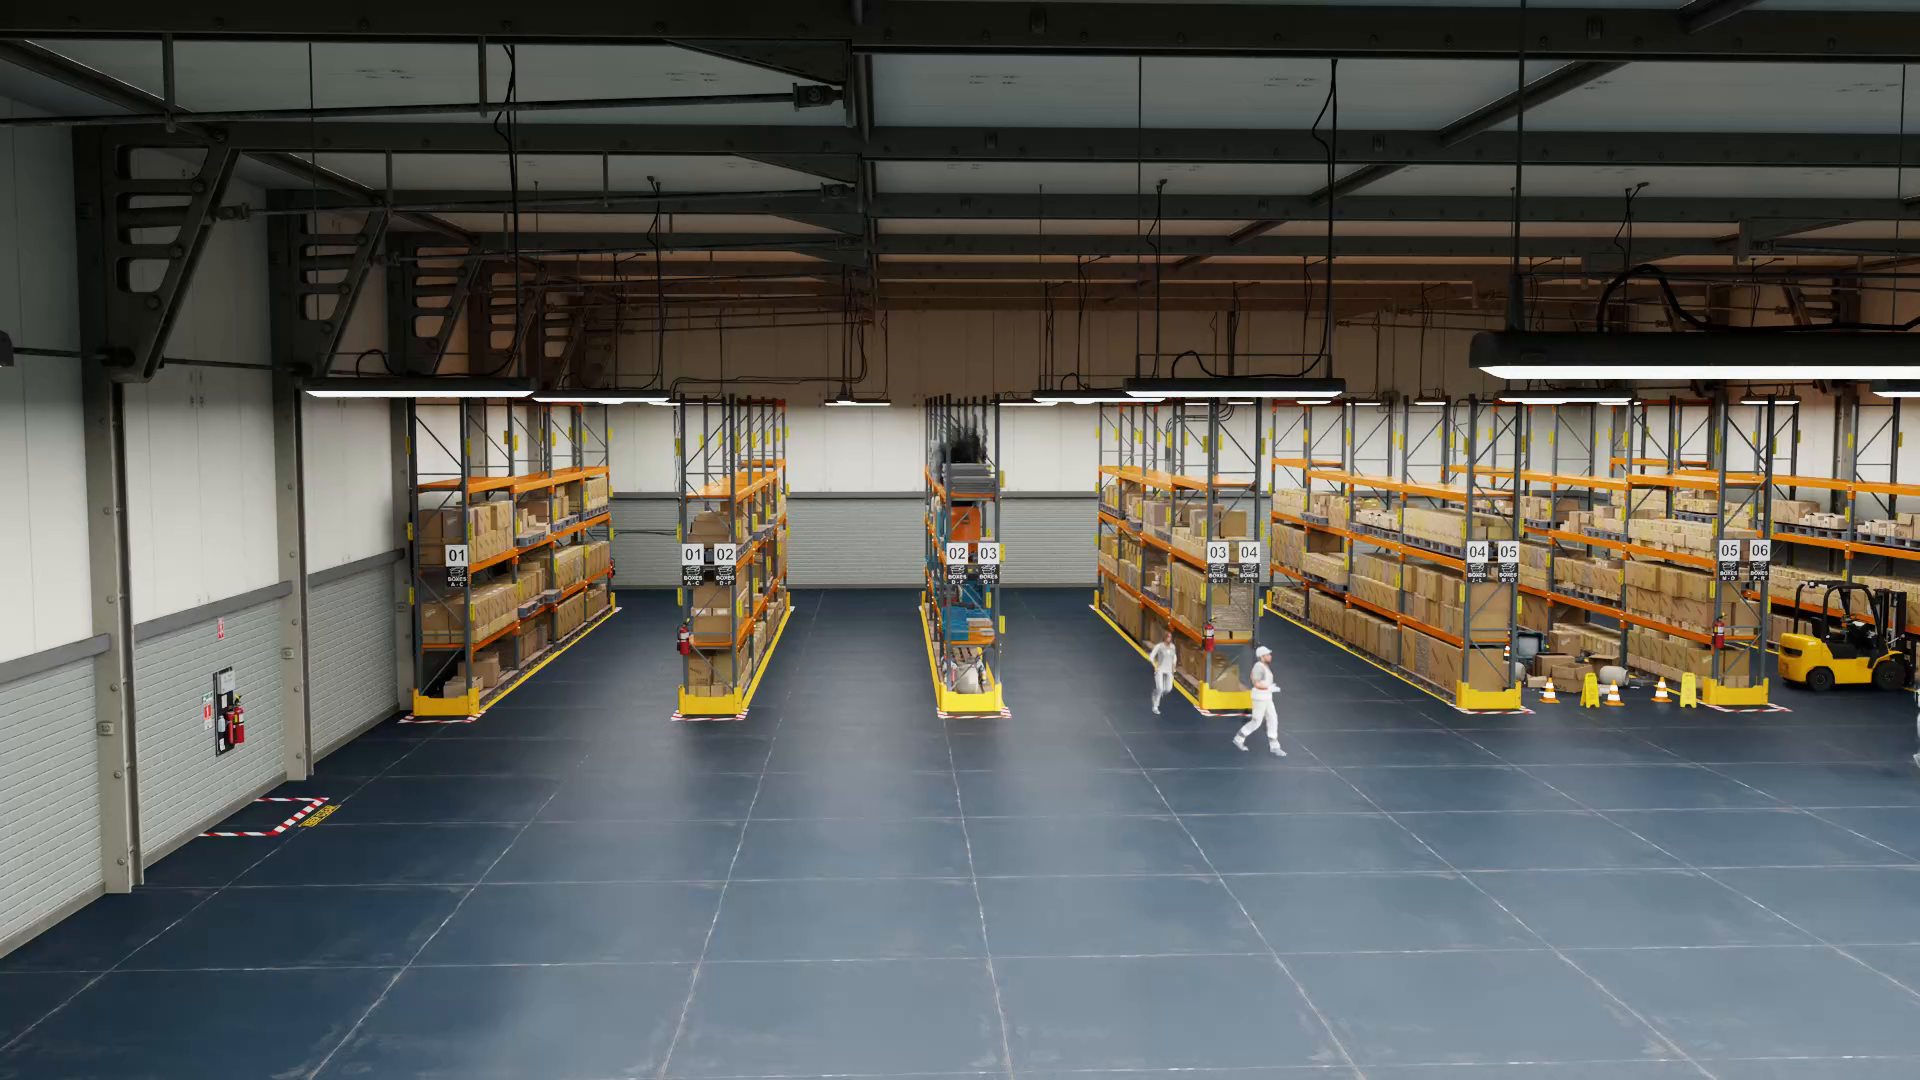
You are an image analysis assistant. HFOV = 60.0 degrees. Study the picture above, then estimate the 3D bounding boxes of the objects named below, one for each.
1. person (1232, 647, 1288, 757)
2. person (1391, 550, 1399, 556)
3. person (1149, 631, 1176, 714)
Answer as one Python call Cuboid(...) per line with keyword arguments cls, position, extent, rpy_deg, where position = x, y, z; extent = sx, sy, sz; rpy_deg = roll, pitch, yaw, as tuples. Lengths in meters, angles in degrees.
Cuboid(cls="person", position=(4.952, 2.656, 27.438), extent=(0.919, 1.803, 0.648), rpy_deg=(2, 5, 27))
Cuboid(cls="person", position=(13.031, 0.937, 49.353), extent=(0.930, 1.803, 0.716), rpy_deg=(1, 5, 7))
Cuboid(cls="person", position=(3.839, 2.489, 31.413), extent=(0.585, 1.548, 0.502), rpy_deg=(-1, 5, -18))
